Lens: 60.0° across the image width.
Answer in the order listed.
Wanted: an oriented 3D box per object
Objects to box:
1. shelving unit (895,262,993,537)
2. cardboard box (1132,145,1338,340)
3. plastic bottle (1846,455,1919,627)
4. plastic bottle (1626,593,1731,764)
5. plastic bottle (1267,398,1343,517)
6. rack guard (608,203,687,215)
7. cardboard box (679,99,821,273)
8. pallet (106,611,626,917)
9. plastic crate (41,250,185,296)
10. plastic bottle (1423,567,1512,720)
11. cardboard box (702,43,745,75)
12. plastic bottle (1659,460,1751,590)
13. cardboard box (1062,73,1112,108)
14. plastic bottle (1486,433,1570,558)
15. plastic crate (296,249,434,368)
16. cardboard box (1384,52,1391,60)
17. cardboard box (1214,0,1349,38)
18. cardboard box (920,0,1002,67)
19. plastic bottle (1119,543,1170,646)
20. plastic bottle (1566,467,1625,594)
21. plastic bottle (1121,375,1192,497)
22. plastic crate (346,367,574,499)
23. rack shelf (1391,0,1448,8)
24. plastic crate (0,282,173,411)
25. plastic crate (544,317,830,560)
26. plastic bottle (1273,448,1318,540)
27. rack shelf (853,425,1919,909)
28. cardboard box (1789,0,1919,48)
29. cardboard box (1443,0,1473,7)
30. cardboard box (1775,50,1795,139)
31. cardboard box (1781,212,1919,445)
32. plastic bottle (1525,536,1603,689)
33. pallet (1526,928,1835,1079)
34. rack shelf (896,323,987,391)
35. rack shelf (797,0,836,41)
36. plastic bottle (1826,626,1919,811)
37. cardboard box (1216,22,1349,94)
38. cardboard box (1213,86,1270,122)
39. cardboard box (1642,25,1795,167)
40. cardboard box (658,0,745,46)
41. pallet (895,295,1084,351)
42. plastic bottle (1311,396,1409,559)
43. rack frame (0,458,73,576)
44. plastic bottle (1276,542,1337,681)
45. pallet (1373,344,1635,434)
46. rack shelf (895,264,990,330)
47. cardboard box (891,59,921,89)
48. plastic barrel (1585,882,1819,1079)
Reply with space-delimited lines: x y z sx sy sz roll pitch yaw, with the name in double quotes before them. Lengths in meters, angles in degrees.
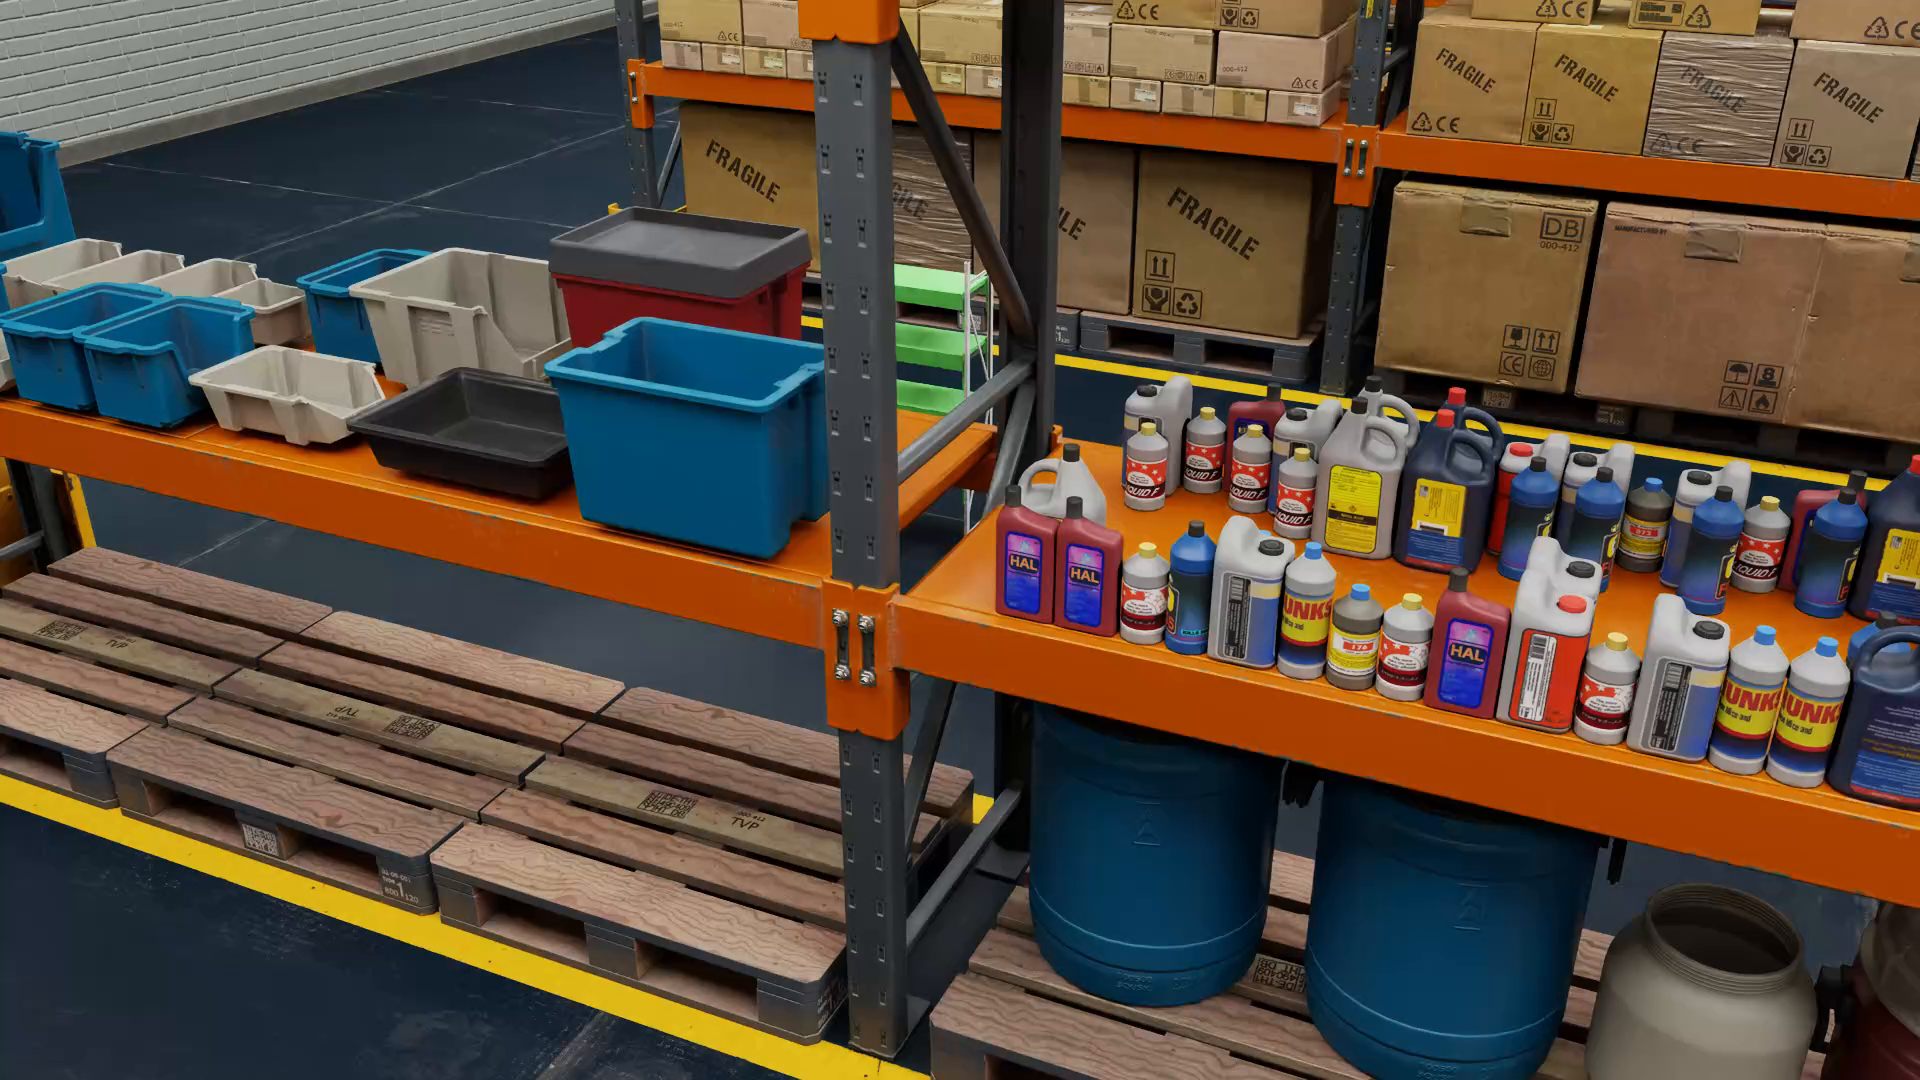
"shelving unit" -0.151 -0.569 6.546 0.503 1.200 0.258 11 28 22
"cardboard box" 1.467 -1.643 8.620 0.875 0.875 0.875 11 28 22
"plastic bottle" 1.959 -0.003 3.416 0.185 0.351 0.144 11 28 22
"plastic bottle" 1.302 0.242 3.003 0.135 0.276 0.152 11 28 22
"plastic bottle" 0.809 -0.199 3.898 0.135 0.276 0.152 11 28 22
"rack guard" -1.629 -1.869 9.980 0.348 0.500 1.175 11 28 22
"cardboard box" -0.991 -2.136 9.623 0.875 0.875 0.875 11 28 22
"pallet" -1.816 0.647 5.198 1.213 0.211 1.003 11 28 22
"plastic crate" -2.582 -0.768 5.144 0.243 0.136 0.396 11 28 22
"plastic bottle" 0.950 0.190 3.100 0.133 0.283 0.061 11 28 22
"cardboard box" -1.186 -2.629 8.979 0.250 0.149 0.380 11 28 21
"plastic bottle" 1.602 -0.039 3.574 0.135 0.276 0.152 11 28 22
"cardboard box" 0.684 -2.254 8.216 0.250 0.149 0.380 12 29 23
"plastic bottle" 1.268 -0.106 3.710 0.135 0.276 0.152 11 28 22
"plastic crate" -1.681 -0.674 4.844 0.300 0.233 0.416 11 28 22
"cardboard box" 3.228 -3.692 12.932 0.250 0.149 0.380 11 28 20
"cardboard box" 1.505 -2.634 7.687 0.500 0.500 0.500 12 29 23
"cardboard box" 0.127 -2.577 8.421 0.500 0.250 0.500 11 28 21
"plastic bottle" 0.375 0.103 3.370 0.097 0.201 0.097 0 26 0
"plastic bottle" 1.356 -0.026 3.553 0.097 0.271 0.097 0 26 0
"plastic bottle" 0.477 -0.265 4.033 0.135 0.276 0.152 11 28 22
"plastic crate" -1.146 -0.263 4.132 0.590 0.125 0.437 11 28 22
"rack shelf" 2.359 -4.273 12.848 4.000 0.370 1.077 11 28 22
"plastic crate" -2.370 -0.528 4.548 0.300 0.233 0.416 11 28 22
"plastic crate" -0.582 -0.231 3.773 0.575 0.384 0.392 11 28 22
"plastic bottle" 0.775 -0.111 3.805 0.097 0.201 0.097 0 26 0
"rack shelf" 1.805 0.425 3.305 4.000 0.370 1.077 11 28 22
"cardboard box" 3.811 -2.399 6.977 0.637 0.503 0.797 12 29 23
"cardboard box" 2.573 -2.324 7.961 0.500 0.500 0.500 11 28 22
"cardboard box" 3.953 -2.044 7.393 0.500 0.500 0.500 11 28 22
"cardboard box" 4.248 -1.059 7.435 0.875 0.875 1.225 11 28 22
"plastic bottle" 1.154 0.139 3.213 0.135 0.276 0.152 11 28 22
"pallet" 1.784 1.368 3.732 1.213 0.211 1.003 11 28 22
"rack shelf" -0.151 -0.727 6.469 0.480 0.148 0.258 11 28 22
"rack shelf" -1.836 -1.652 4.127 4.000 0.370 1.077 11 28 22
"plastic bottle" 1.623 0.275 2.851 0.185 0.351 0.144 11 28 22
"cardboard box" 1.524 -2.296 7.850 0.500 0.250 0.500 11 28 21
"cardboard box" 1.386 -2.113 7.930 0.250 0.149 0.380 12 29 23
"cardboard box" 3.263 -1.932 7.164 0.500 0.500 0.500 11 28 21
"cardboard box" -1.282 -2.856 8.988 0.500 0.250 0.500 11 28 20
"pallet" 0.260 -1.396 9.347 1.213 0.211 1.003 11 28 22
"plastic bottle" 0.897 -0.146 3.707 0.185 0.351 0.144 11 28 22
"rack frame" -3.657 -0.994 5.374 0.127 3.000 1.000 11 28 22
"plastic bottle" 0.675 0.132 3.232 0.097 0.271 0.097 0 26 0
"pallet" 2.768 -0.893 8.324 1.213 0.211 1.003 11 28 22
"rack shelf" -0.151 -0.942 6.363 0.480 0.148 0.258 11 28 22
"cardboard box" -0.249 -2.442 8.597 0.250 0.149 0.380 11 28 21
"plastic barrel" 1.594 1.040 3.584 0.421 0.512 0.421 0 26 0
